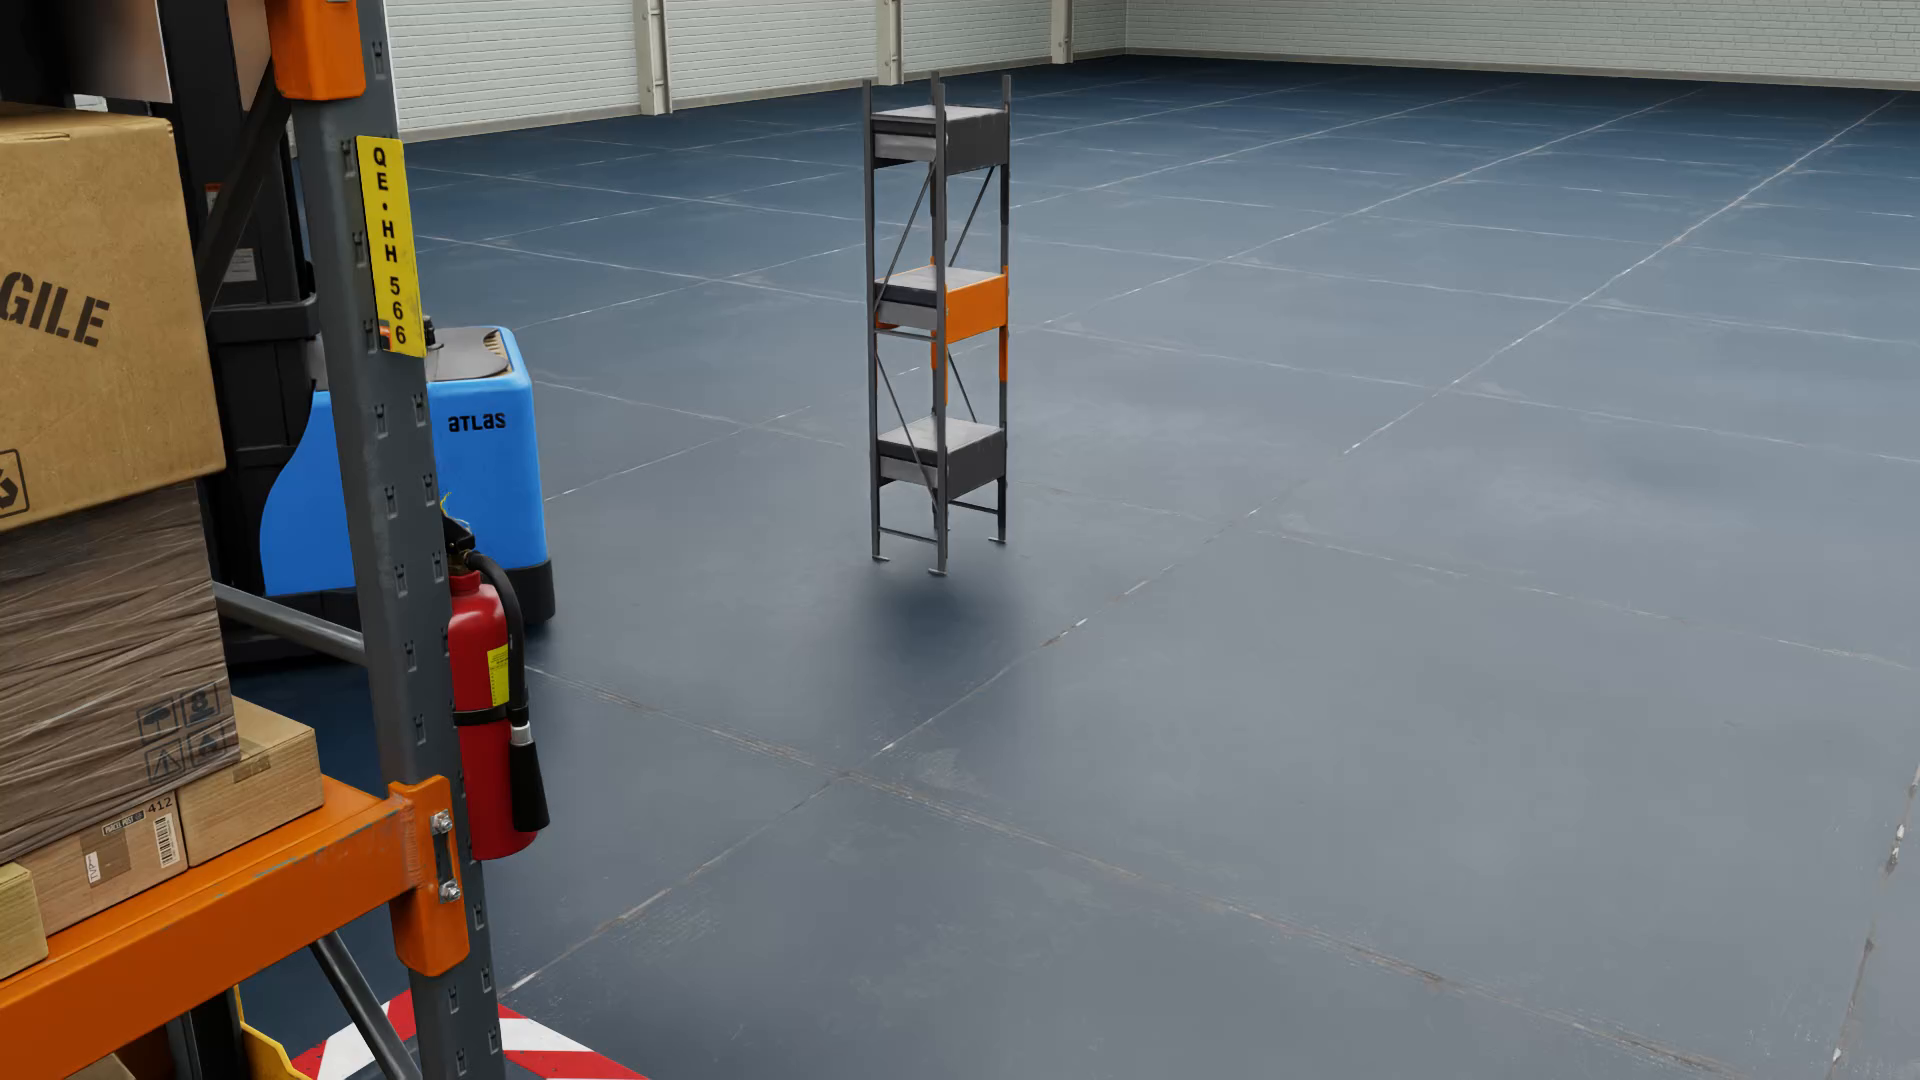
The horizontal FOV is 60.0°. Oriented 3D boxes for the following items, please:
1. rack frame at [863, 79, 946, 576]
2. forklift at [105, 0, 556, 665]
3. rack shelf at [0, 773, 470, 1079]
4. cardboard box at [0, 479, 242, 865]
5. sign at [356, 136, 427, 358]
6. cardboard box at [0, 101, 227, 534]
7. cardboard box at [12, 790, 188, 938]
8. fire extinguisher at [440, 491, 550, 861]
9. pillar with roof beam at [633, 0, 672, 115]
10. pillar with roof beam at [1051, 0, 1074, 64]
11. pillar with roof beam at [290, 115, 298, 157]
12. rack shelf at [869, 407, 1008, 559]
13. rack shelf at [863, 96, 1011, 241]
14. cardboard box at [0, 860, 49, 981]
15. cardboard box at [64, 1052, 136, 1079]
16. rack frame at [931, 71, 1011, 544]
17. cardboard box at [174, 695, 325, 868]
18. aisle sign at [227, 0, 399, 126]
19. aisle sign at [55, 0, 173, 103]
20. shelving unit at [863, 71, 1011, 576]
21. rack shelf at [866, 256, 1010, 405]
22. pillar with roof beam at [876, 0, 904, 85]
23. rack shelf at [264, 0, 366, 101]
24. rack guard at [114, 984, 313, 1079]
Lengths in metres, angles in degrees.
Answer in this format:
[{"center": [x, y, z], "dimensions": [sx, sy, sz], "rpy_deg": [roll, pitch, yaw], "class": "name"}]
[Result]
[{"center": [-0.230, -0.867, 7.083], "dimensions": [0.400, 2.100, 0.015], "rpy_deg": [13, 24, 32], "class": "rack frame"}, {"center": [-3.216, -0.986, 6.205], "dimensions": [3.031, 2.935, 1.130], "rpy_deg": [-7, 21, -18], "class": "forklift"}, {"center": [-2.428, 1.049, 1.643], "dimensions": [1.077, 0.370, 4.000], "rpy_deg": [13, 24, 32], "class": "rack shelf"}, {"center": [-1.636, 0.104, 2.588], "dimensions": [0.875, 0.500, 0.500], "rpy_deg": [13, 24, 32], "class": "cardboard box"}, {"center": [-0.856, -0.440, 2.506], "dimensions": [0.100, 0.325, 0.005], "rpy_deg": [13, 24, 32], "class": "sign"}, {"center": [-1.409, -0.312, 2.270], "dimensions": [0.500, 0.500, 0.500], "rpy_deg": [13, 24, 32], "class": "cardboard box"}, {"center": [-1.434, 0.449, 2.590], "dimensions": [0.380, 0.149, 0.250], "rpy_deg": [13, 24, 32], "class": "cardboard box"}, {"center": [-0.858, 0.231, 2.929], "dimensions": [0.296, 0.674, 0.183], "rpy_deg": [13, 24, 32], "class": "fire extinguisher"}, {"center": [-1.065, -9.877, 21.495], "dimensions": [9.100, 9.000, 0.400], "rpy_deg": [13, 24, 32], "class": "pillar with roof beam"}, {"center": [5.681, -13.320, 30.803], "dimensions": [9.100, 9.000, 0.400], "rpy_deg": [13, 24, 32], "class": "pillar with roof beam"}, {"center": [-4.438, -8.155, 16.841], "dimensions": [9.100, 9.000, 0.400], "rpy_deg": [13, 24, 32], "class": "pillar with roof beam"}, {"center": [-0.093, -0.268, 7.520], "dimensions": [0.431, 0.518, 0.480], "rpy_deg": [13, 24, 32], "class": "rack shelf"}, {"center": [-0.093, -1.581, 7.034], "dimensions": [0.431, 0.518, 0.480], "rpy_deg": [13, 24, 32], "class": "rack shelf"}, {"center": [-1.532, 0.531, 2.369], "dimensions": [0.380, 0.149, 0.250], "rpy_deg": [13, 24, 32], "class": "cardboard box"}, {"center": [-1.669, 1.289, 2.955], "dimensions": [0.500, 0.500, 0.500], "rpy_deg": [19, 28, 42], "class": "cardboard box"}, {"center": [0.044, -1.007, 7.462], "dimensions": [0.400, 2.100, 0.015], "rpy_deg": [13, 24, 32], "class": "rack frame"}, {"center": [-1.293, 0.377, 2.783], "dimensions": [0.380, 0.149, 0.250], "rpy_deg": [13, 24, 32], "class": "cardboard box"}, {"center": [-1.021, -1.041, 2.508], "dimensions": [0.394, 0.787, 0.004], "rpy_deg": [13, 24, 32], "class": "aisle sign"}, {"center": [-1.517, -1.158, 2.825], "dimensions": [0.394, 0.787, 0.004], "rpy_deg": [13, 24, 32], "class": "aisle sign"}, {"center": [-0.093, -0.937, 7.272], "dimensions": [0.431, 2.100, 0.503], "rpy_deg": [13, 24, 32], "class": "shelving unit"}, {"center": [-0.093, -0.925, 7.277], "dimensions": [0.431, 0.518, 0.480], "rpy_deg": [13, 24, 32], "class": "rack shelf"}, {"center": [2.308, -11.598, 26.149], "dimensions": [9.100, 9.000, 0.400], "rpy_deg": [13, 24, 32], "class": "pillar with roof beam"}, {"center": [-2.428, -0.358, 1.123], "dimensions": [1.077, 0.370, 4.000], "rpy_deg": [13, 24, 32], "class": "rack shelf"}, {"center": [-1.347, 1.332, 3.444], "dimensions": [1.175, 0.500, 0.348], "rpy_deg": [13, 24, 32], "class": "rack guard"}]
